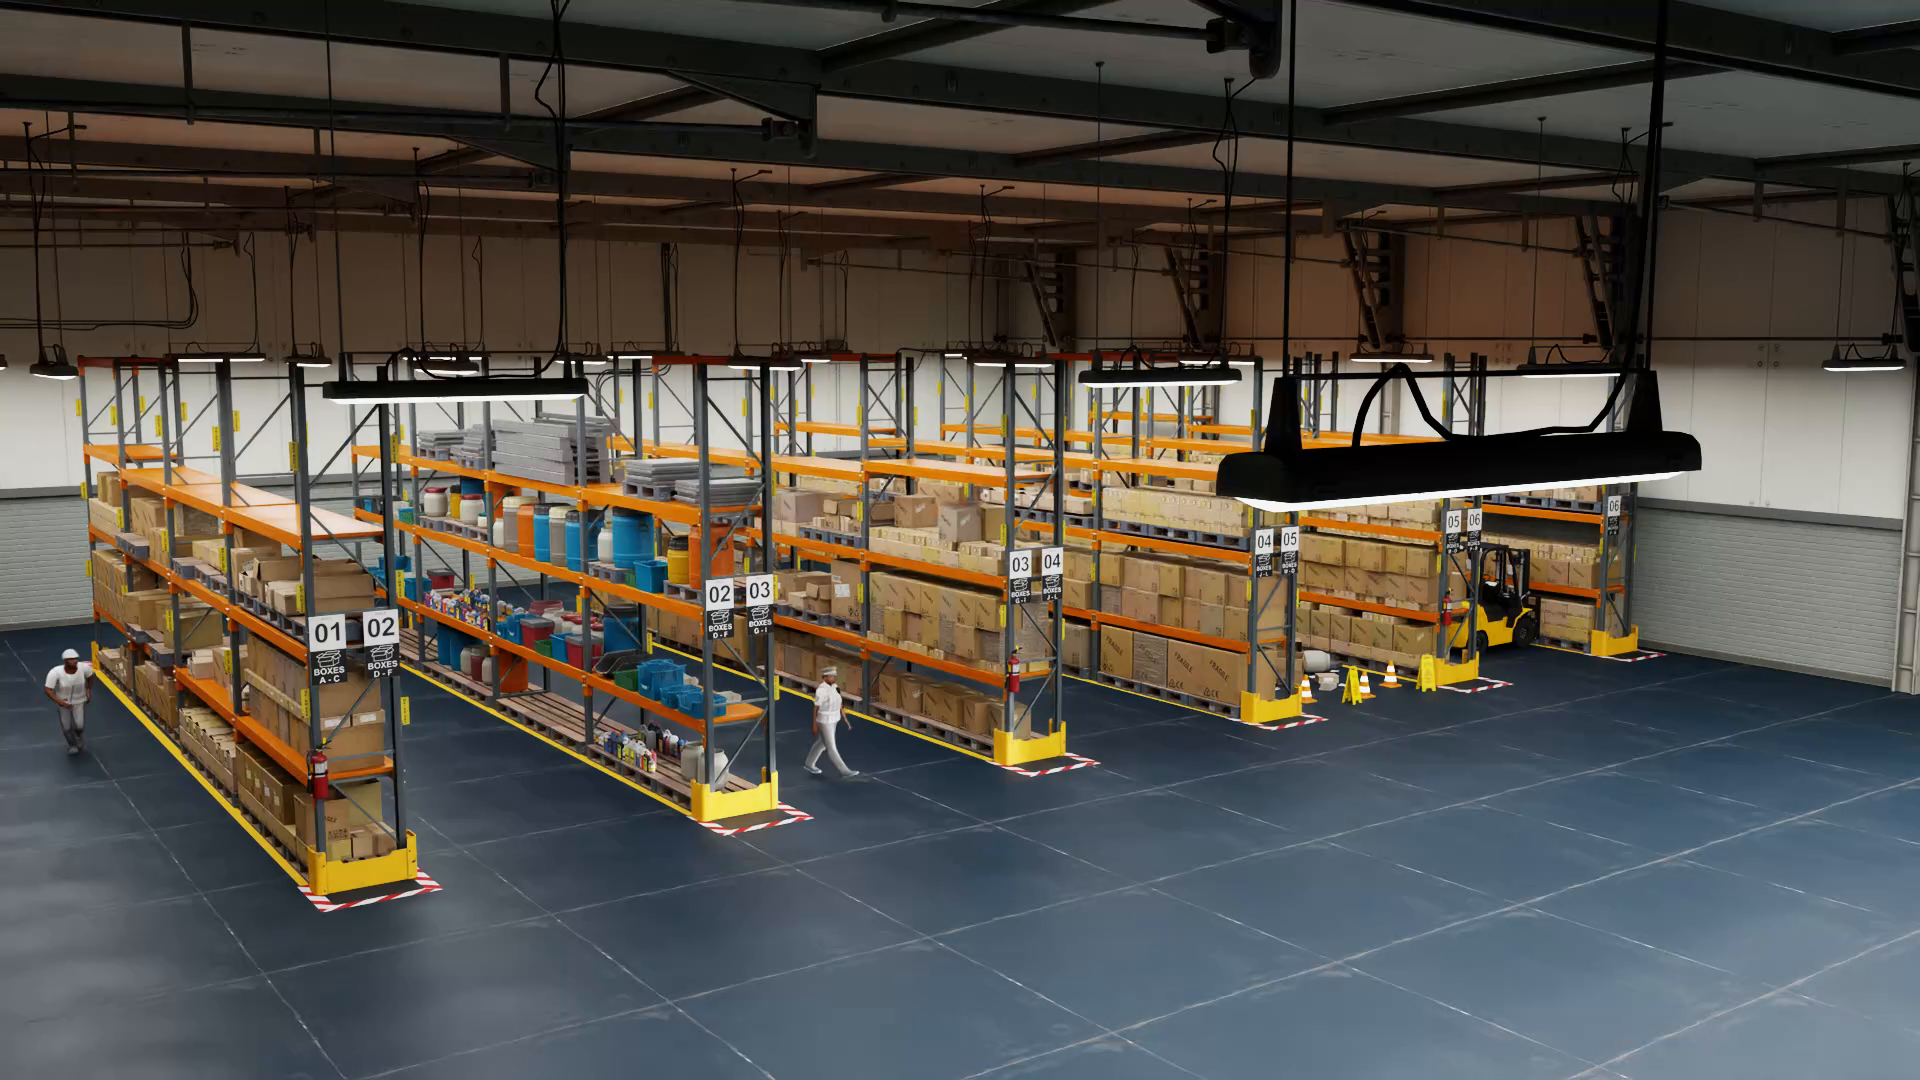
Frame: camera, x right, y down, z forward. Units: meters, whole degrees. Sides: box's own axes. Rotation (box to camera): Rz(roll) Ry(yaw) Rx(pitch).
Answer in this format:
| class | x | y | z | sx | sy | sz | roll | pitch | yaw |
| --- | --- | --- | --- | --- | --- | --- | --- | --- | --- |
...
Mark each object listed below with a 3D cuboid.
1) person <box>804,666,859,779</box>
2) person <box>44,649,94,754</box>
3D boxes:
| class | x | y | z | sx | sy | sz | roll | pitch | yaw |
| --- | --- | --- | --- | --- | --- | --- | --- | --- | --- |
| person | -1.837 | 2.611 | 23.908 | 1.051 | 1.617 | 0.491 | 3 | 8 | 25 |
| person | -13.497 | 2.452 | 25.230 | 0.660 | 1.666 | 0.700 | -3 | 8 | -26 |
